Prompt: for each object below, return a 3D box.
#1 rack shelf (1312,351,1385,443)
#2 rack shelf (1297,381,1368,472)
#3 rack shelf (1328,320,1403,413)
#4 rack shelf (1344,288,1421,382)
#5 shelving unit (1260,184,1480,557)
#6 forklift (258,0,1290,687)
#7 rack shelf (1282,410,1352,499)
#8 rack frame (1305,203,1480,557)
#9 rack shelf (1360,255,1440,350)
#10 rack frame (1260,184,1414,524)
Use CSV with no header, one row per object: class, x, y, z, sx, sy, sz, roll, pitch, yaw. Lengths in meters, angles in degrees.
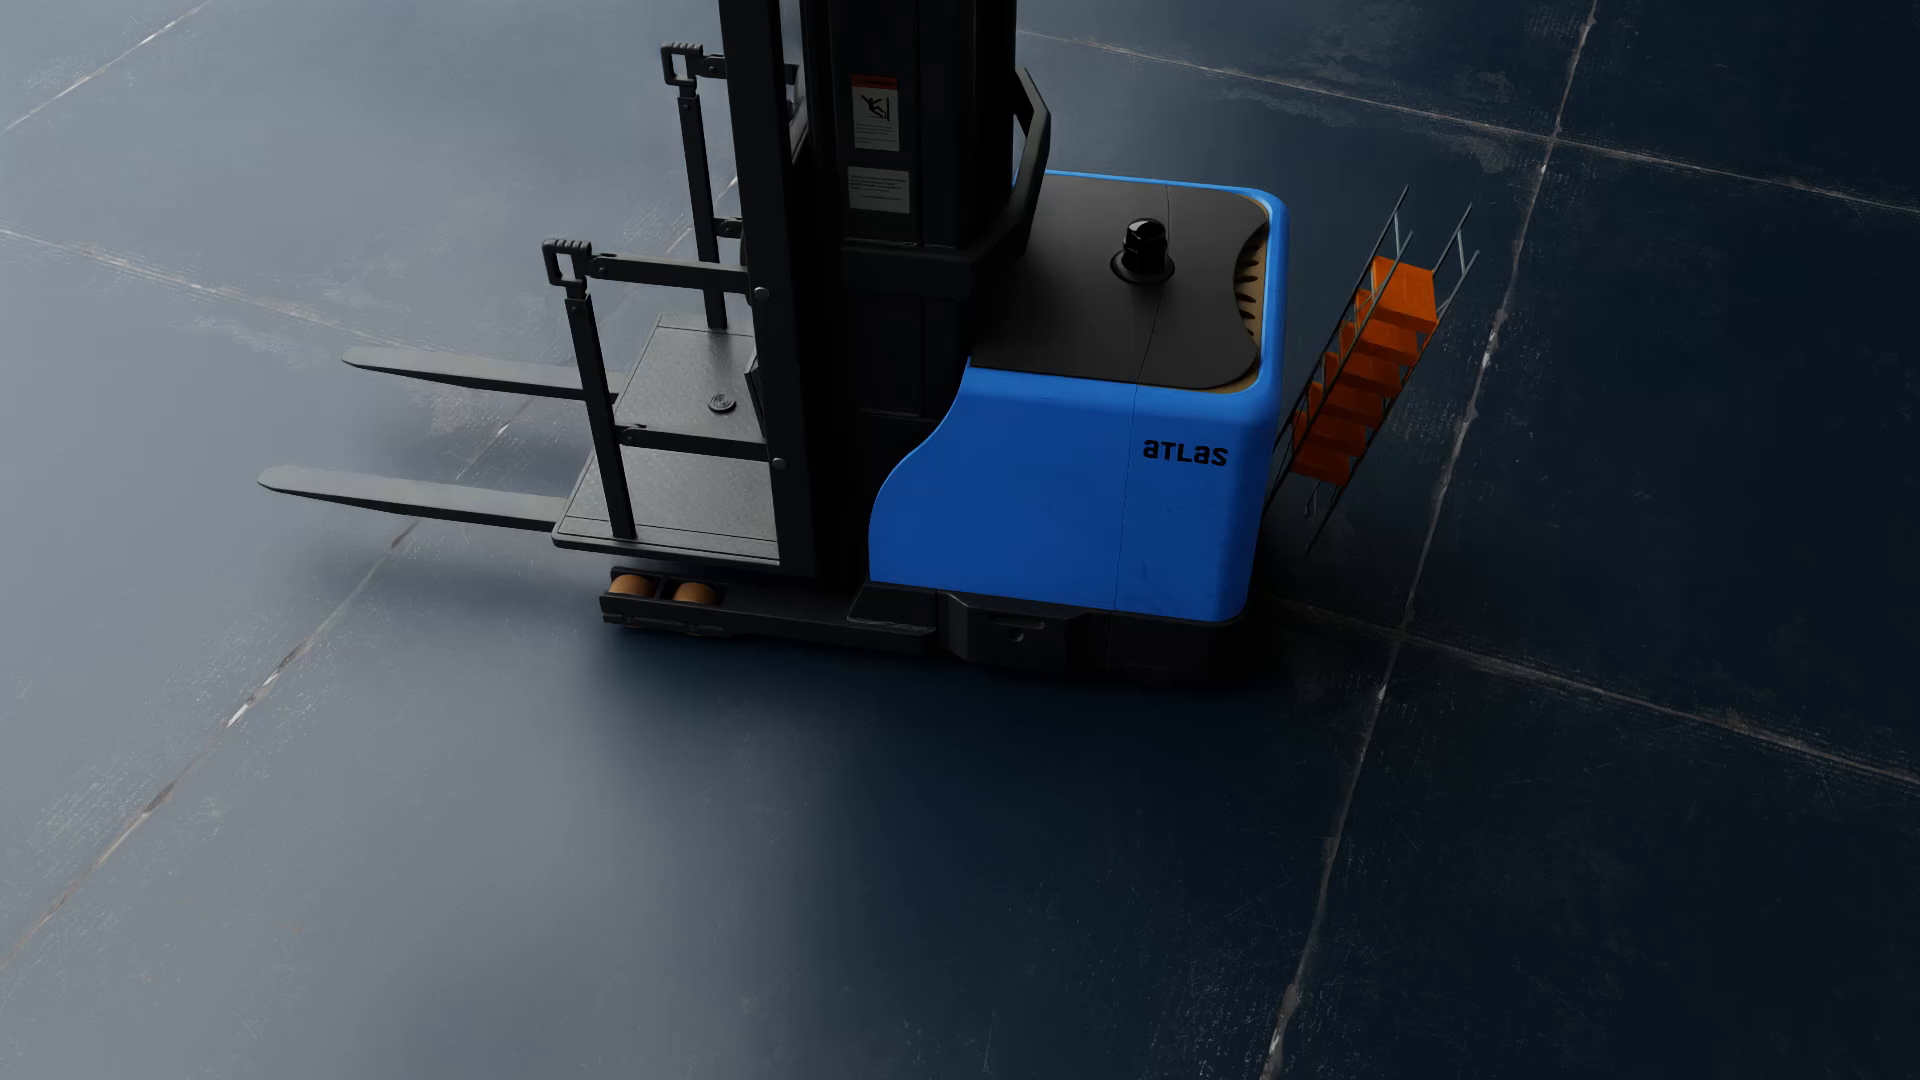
rack shelf,1.137,-0.426,4.880,0.180,0.103,0.258,15,45,-4
rack shelf,1.109,-0.346,4.965,0.180,0.103,0.258,15,45,-4
rack shelf,1.164,-0.506,4.795,0.180,0.103,0.258,15,45,-4
rack shelf,1.192,-0.586,4.710,0.180,0.103,0.258,15,45,-4
shelving unit,1.147,-0.455,4.848,0.189,1.200,0.258,15,45,-4
forklift,-0.615,-1.112,4.290,3.031,2.935,1.130,7,45,7
rack shelf,1.082,-0.266,5.050,0.180,0.103,0.258,15,45,-4
rack frame,1.235,-0.432,4.854,0.006,1.200,0.240,15,45,-4
rack shelf,1.219,-0.666,4.624,0.180,0.103,0.258,15,45,-4
rack frame,1.059,-0.479,4.842,0.006,1.200,0.240,15,45,-4
